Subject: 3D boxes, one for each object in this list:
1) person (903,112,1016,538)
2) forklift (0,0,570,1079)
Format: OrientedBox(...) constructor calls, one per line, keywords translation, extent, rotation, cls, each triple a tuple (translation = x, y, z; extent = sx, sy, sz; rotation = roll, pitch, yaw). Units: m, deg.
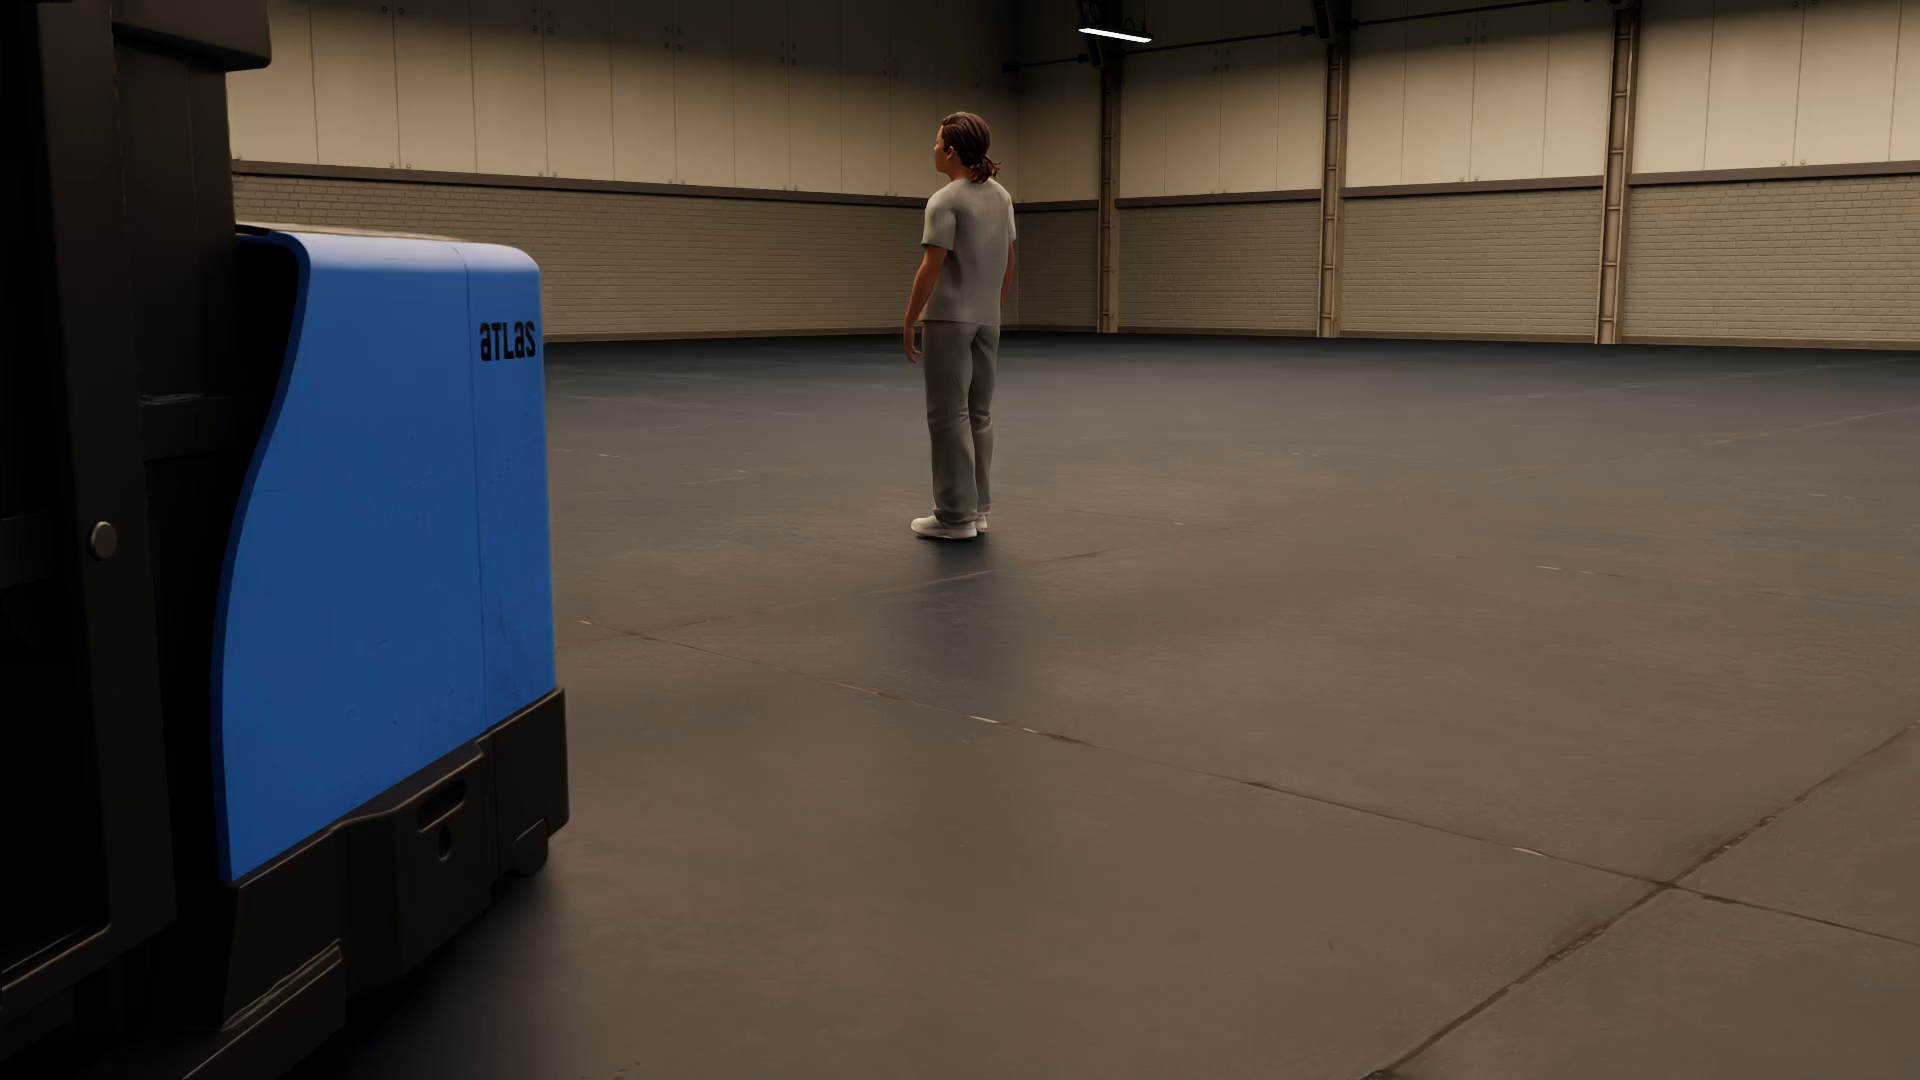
OrientedBox(translation=(-0.044, -0.837, 6.653), extent=(0.548, 1.656, 0.549), rotation=(8, 12, 43), cls="person")
OrientedBox(translation=(-1.430, -0.684, 1.415), extent=(1.130, 2.935, 3.031), rotation=(1, 9, 9), cls="forklift")
